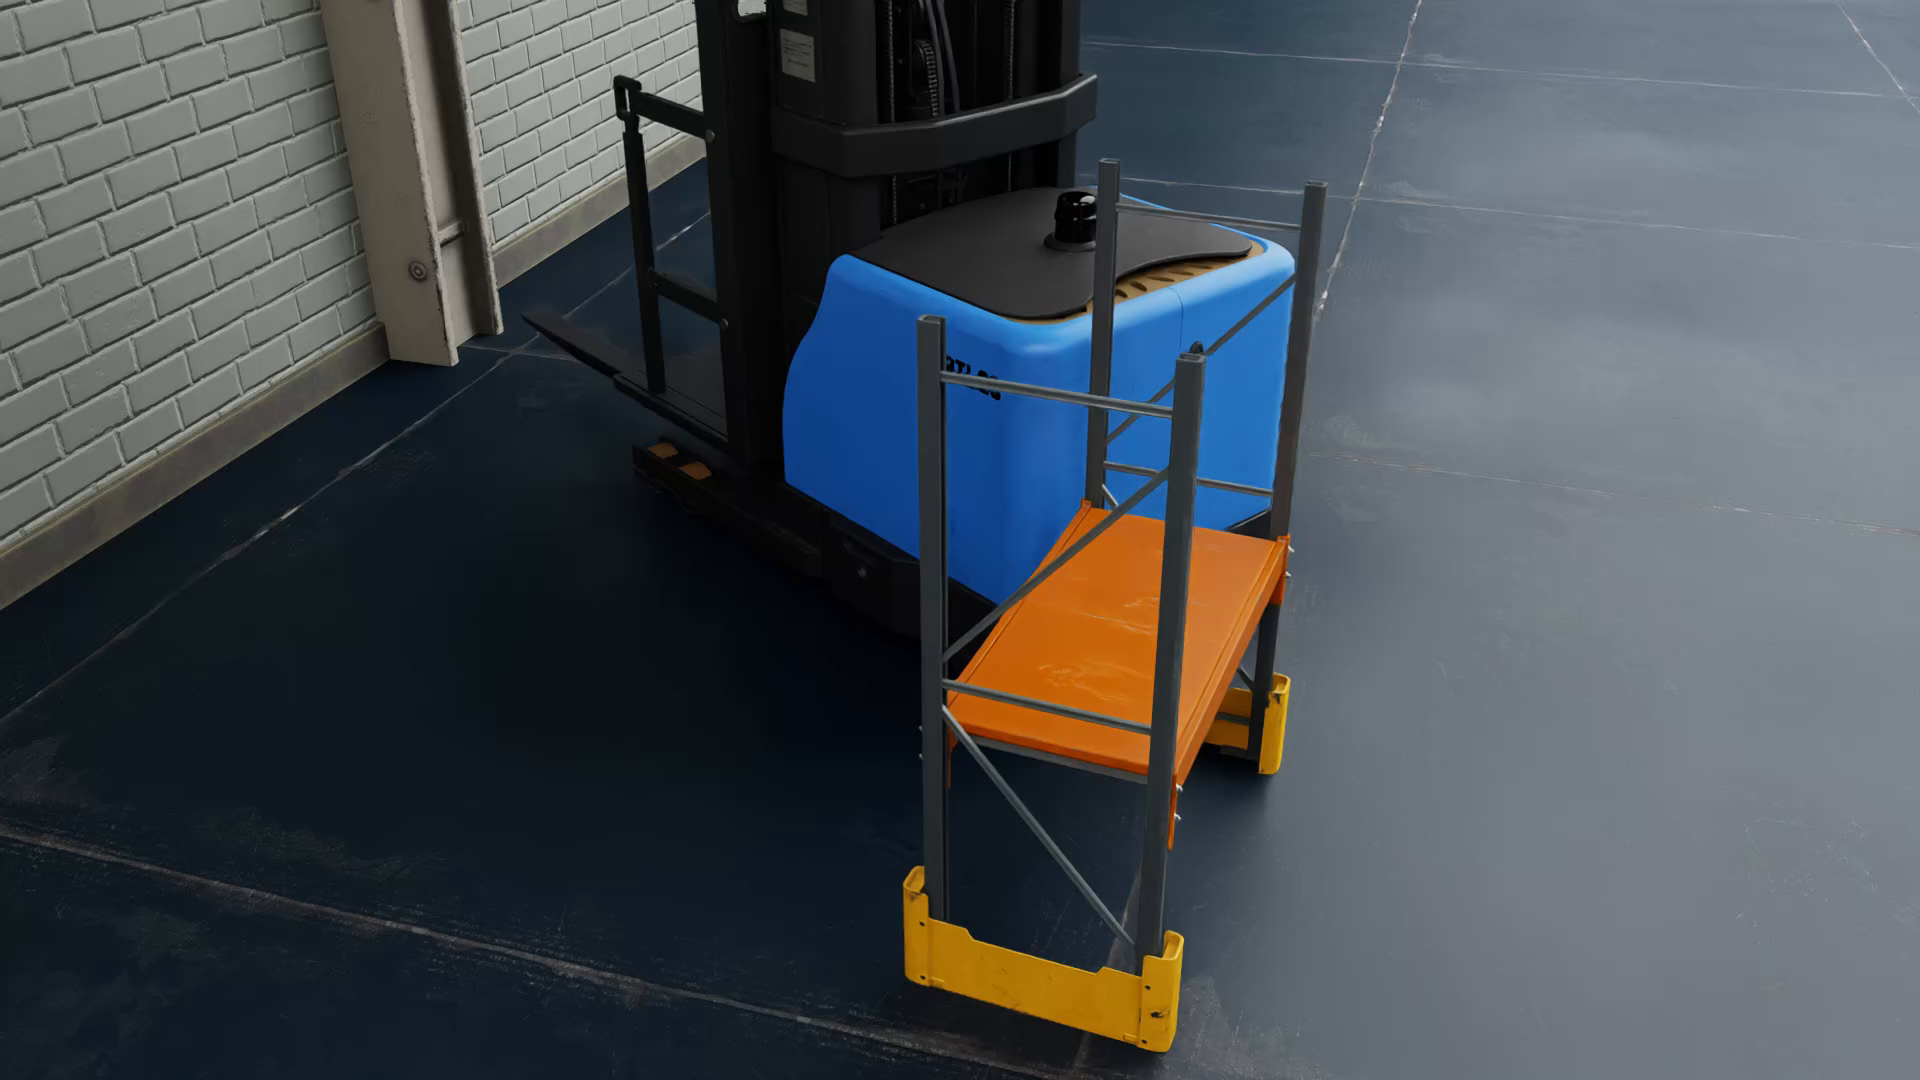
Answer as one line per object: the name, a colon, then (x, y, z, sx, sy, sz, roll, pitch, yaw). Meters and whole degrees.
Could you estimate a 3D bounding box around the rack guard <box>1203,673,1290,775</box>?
rack guard: (0.536, 0.414, 4.248, 0.587, 0.250, 0.087, 11, 31, 19)

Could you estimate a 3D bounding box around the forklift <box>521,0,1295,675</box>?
forklift: (-0.432, -1.509, 4.948, 1.130, 2.935, 3.031, -23, 37, -35)

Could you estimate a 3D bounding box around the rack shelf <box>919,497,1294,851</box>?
rack shelf: (0.353, 0.246, 3.635, 0.538, 0.185, 1.000, 11, 31, 19)

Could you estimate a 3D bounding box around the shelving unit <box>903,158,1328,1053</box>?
shelving unit: (0.350, 0.093, 3.540, 0.587, 1.500, 1.083, 11, 31, 19)

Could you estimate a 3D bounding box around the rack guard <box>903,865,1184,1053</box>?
rack guard: (0.164, 0.863, 3.441, 0.587, 0.250, 0.087, 11, 31, 19)

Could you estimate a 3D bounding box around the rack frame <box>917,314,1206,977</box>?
rack frame: (0.163, 0.318, 3.136, 0.500, 1.500, 0.032, 11, 31, 19)

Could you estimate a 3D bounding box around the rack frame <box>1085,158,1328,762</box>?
rack frame: (0.543, -0.141, 3.960, 0.500, 1.500, 0.032, 11, 31, 19)

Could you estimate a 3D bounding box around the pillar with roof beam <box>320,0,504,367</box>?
pillar with roof beam: (2.051, -4.106, 3.374, 9.100, 9.000, 0.400, 8, 30, 15)
